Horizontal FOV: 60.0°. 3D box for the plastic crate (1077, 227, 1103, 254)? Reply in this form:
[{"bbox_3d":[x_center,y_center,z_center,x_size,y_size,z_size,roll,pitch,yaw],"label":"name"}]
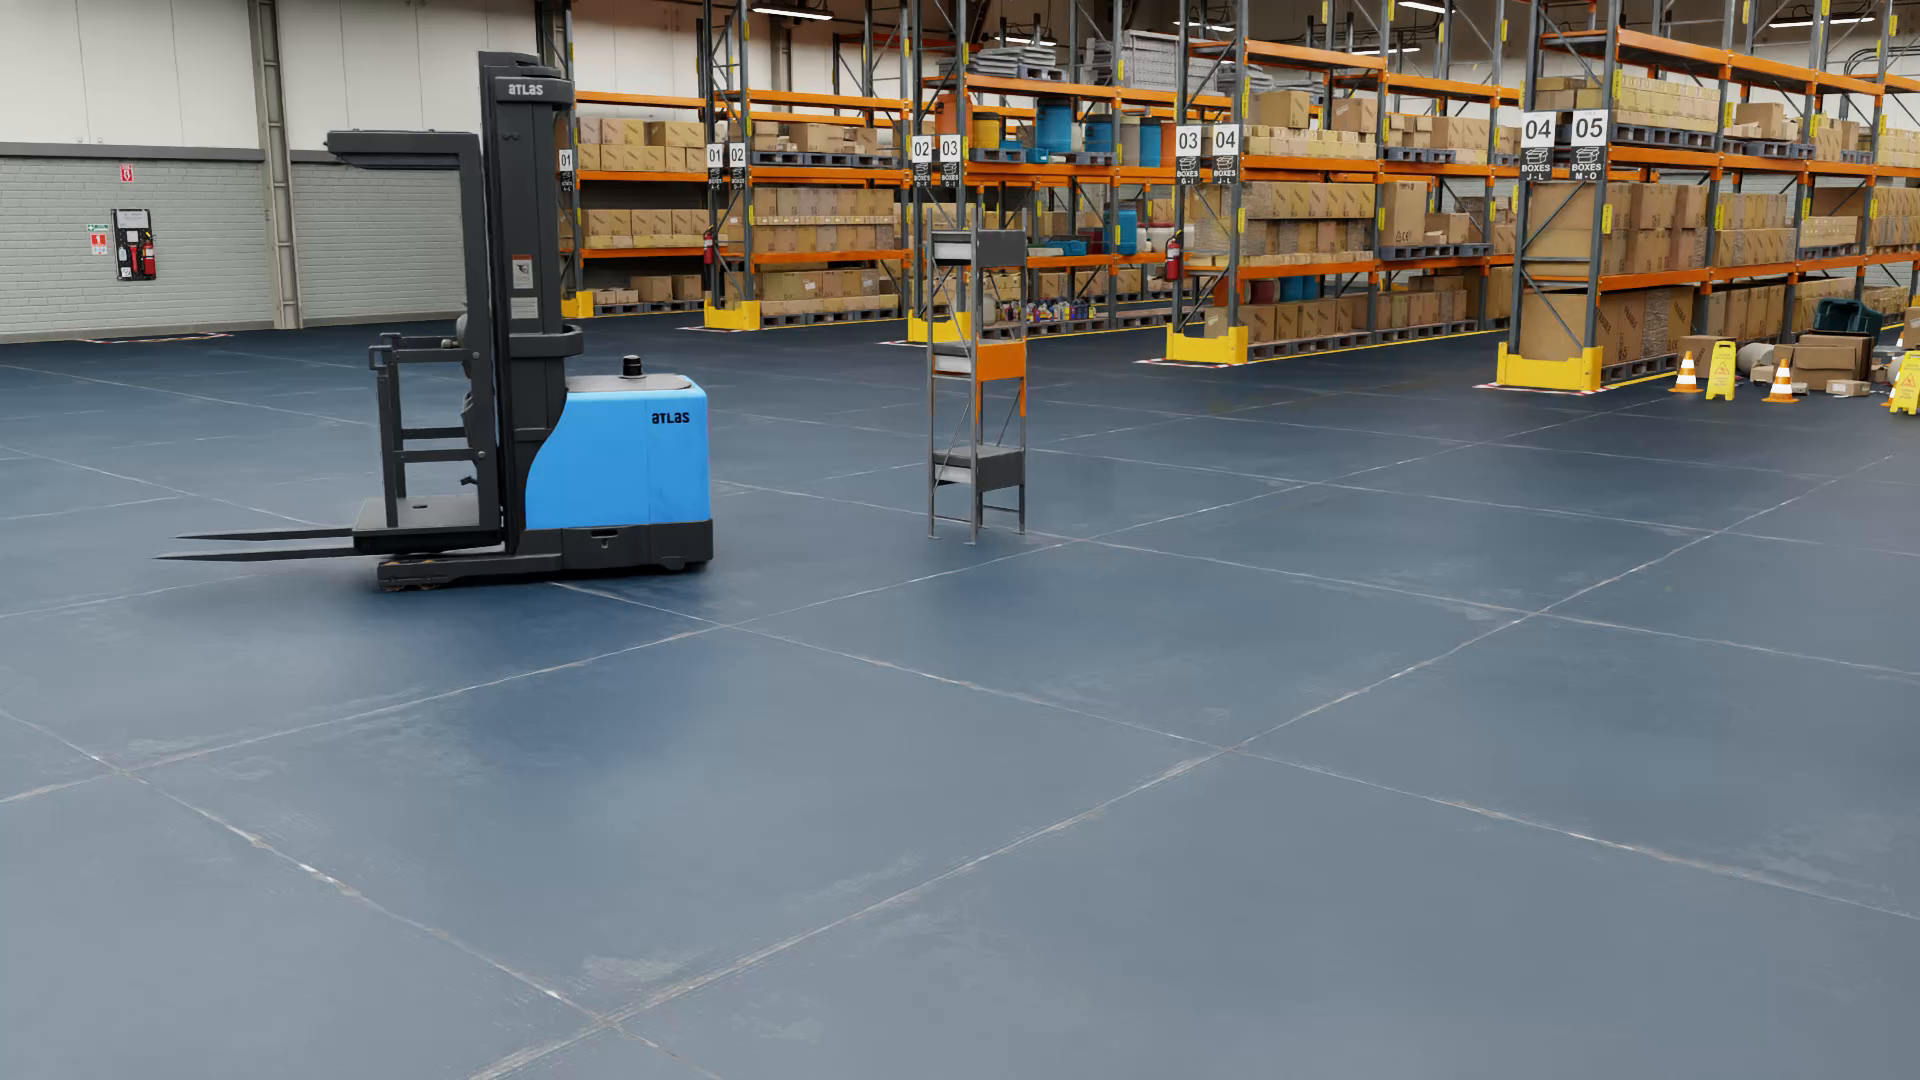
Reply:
[{"bbox_3d":[2.406,-5.342,29.636,0.402,0.464,0.583,10,15,40],"label":"plastic crate"}]

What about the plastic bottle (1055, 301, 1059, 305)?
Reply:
[{"bbox_3d":[1.664,-4.029,29.035,0.061,0.283,0.133,10,15,40],"label":"plastic bottle"}]

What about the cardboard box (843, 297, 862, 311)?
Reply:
[{"bbox_3d":[-2.201,-4.454,31.302,0.500,0.250,0.500,10,15,40],"label":"cardboard box"}]

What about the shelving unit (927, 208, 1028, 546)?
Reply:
[{"bbox_3d":[0.109,-1.054,10.627,0.431,2.100,0.503,10,15,40],"label":"shelving unit"}]

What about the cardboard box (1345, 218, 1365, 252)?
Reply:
[{"bbox_3d":[5.693,-4.696,25.551,0.875,0.500,0.500,10,15,40],"label":"cardboard box"}]

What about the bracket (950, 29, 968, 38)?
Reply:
[{"bbox_3d":[-0.040,-12.473,40.993,0.235,0.232,0.430,10,15,40],"label":"bracket"}]

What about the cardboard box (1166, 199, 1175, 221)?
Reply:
[{"bbox_3d":[4.741,-7.666,38.627,0.500,0.500,0.500,9,15,39],"label":"cardboard box"}]

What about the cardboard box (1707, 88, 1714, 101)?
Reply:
[{"bbox_3d":[9.526,-5.765,21.536,0.380,0.149,0.250,10,15,40],"label":"cardboard box"}]

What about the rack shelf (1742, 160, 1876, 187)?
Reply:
[{"bbox_3d":[13.656,-5.904,26.793,1.077,0.370,4.000,10,15,40],"label":"rack shelf"}]

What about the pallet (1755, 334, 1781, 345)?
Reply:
[{"bbox_3d":[11.759,-3.018,25.284,1.003,0.211,1.213,10,15,40],"label":"pallet"}]

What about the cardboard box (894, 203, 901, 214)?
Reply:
[{"bbox_3d":[-1.638,-7.754,38.897,0.500,0.250,0.500,9,15,40],"label":"cardboard box"}]

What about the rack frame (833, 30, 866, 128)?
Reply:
[{"bbox_3d":[-2.486,-10.011,37.859,1.000,3.000,0.127,10,15,40],"label":"rack frame"}]

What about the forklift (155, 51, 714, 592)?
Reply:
[{"bbox_3d":[-3.029,-1.264,9.555,3.031,2.935,1.130,-3,12,-15],"label":"forklift"}]

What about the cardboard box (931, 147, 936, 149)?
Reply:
[{"bbox_3d":[-0.628,-7.615,32.830,0.500,0.250,0.500,8,14,35],"label":"cardboard box"}]

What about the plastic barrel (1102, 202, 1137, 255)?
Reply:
[{"bbox_3d":[2.798,-5.463,29.127,0.600,0.901,0.708,10,15,40],"label":"plastic barrel"}]

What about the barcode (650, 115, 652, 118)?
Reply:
[{"bbox_3d":[-6.367,-8.734,34.275,0.001,0.075,0.075,10,15,40],"label":"barcode"}]

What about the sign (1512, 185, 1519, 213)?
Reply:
[{"bbox_3d":[6.657,-4.071,19.875,0.100,0.325,0.005,10,15,40],"label":"sign"}]

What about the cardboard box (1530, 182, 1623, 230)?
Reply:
[{"bbox_3d":[7.329,-3.968,19.777,0.875,0.550,0.550,10,15,40],"label":"cardboard box"}]

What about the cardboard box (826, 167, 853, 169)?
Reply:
[{"bbox_3d":[-2.758,-8.366,37.455,0.500,0.311,0.500,10,15,40],"label":"cardboard box"}]

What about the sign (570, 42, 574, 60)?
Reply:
[{"bbox_3d":[-7.359,-9.261,31.516,0.100,0.325,0.005,10,15,40],"label":"sign"}]

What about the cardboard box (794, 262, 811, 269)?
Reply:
[{"bbox_3d":[-3.681,-6.162,37.250,0.500,0.250,0.500,10,15,40],"label":"cardboard box"}]

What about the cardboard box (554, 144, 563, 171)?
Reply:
[{"bbox_3d":[-7.681,-7.516,32.720,0.500,0.500,0.500,-11,16,-43],"label":"cardboard box"}]

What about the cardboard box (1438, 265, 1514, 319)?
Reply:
[{"bbox_3d":[9.148,-4.411,29.490,1.225,0.875,0.875,9,14,38],"label":"cardboard box"}]

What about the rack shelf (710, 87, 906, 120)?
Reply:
[{"bbox_3d":[-2.723,-7.940,30.345,1.077,0.370,4.000,10,15,40],"label":"rack shelf"}]

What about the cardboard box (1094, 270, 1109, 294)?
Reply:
[{"bbox_3d":[3.104,-5.753,37.115,0.500,0.500,0.500,10,15,41],"label":"cardboard box"}]

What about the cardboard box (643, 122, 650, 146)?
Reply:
[{"bbox_3d":[-6.647,-8.234,33.761,0.500,0.500,0.500,10,15,40],"label":"cardboard box"}]

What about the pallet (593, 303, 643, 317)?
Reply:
[{"bbox_3d":[-7.153,-4.651,33.459,1.003,0.211,1.213,10,15,40],"label":"pallet"}]

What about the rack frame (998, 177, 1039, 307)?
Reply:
[{"bbox_3d":[1.238,-6.429,35.243,1.000,3.000,0.127,10,15,40],"label":"rack frame"}]

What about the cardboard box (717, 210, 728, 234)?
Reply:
[{"bbox_3d":[-5.206,-6.675,34.891,0.500,0.500,0.500,10,15,40],"label":"cardboard box"}]

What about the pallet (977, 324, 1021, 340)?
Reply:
[{"bbox_3d":[0.231,-3.380,27.096,1.003,0.211,1.213,10,15,40],"label":"pallet"}]

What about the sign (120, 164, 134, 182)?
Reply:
[{"bbox_3d":[-13.655,-6.014,27.246,0.001,0.298,0.199,10,15,40],"label":"sign"}]

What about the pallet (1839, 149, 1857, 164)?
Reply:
[{"bbox_3d":[13.806,-6.229,27.062,1.213,0.211,1.003,10,15,40],"label":"pallet"}]

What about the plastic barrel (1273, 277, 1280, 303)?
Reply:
[{"bbox_3d":[6.318,-5.109,33.914,0.421,0.512,0.421,0,11,0],"label":"plastic barrel"}]

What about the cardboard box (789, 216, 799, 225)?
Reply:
[{"bbox_3d":[-3.116,-5.762,29.990,0.380,0.149,0.250,9,15,39],"label":"cardboard box"}]

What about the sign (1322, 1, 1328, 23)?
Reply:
[{"bbox_3d":[5.616,-8.108,25.542,0.100,0.325,0.005,10,15,40],"label":"sign"}]

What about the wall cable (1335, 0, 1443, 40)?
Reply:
[{"bbox_3d":[11.154,-14.409,43.297,3.097,2.526,0.112,10,15,40],"label":"wall cable"}]

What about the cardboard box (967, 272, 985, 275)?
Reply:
[{"bbox_3d":[0.331,-5.445,34.828,0.500,0.311,0.500,9,15,39],"label":"cardboard box"}]

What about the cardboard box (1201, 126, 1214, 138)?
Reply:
[{"bbox_3d":[3.345,-5.645,23.023,0.380,0.149,0.250,10,15,40],"label":"cardboard box"}]

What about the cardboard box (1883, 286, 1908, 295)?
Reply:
[{"bbox_3d":[17.458,-4.658,31.061,0.380,0.149,0.250,10,15,41],"label":"cardboard box"}]

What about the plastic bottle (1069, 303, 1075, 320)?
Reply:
[{"bbox_3d":[1.904,-3.894,28.361,0.133,0.283,0.061,-11,16,-44],"label":"plastic bottle"}]

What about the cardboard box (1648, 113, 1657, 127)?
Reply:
[{"bbox_3d":[8.188,-5.075,20.119,0.380,0.149,0.250,10,15,41],"label":"cardboard box"}]

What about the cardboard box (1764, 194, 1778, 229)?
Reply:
[{"bbox_3d":[11.699,-4.892,24.737,0.700,0.500,0.500,9,15,40],"label":"cardboard box"}]

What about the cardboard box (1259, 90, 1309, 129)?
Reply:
[{"bbox_3d":[4.579,-6.066,23.472,0.500,0.500,0.500,10,15,40],"label":"cardboard box"}]

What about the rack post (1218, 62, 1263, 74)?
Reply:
[{"bbox_3d":[5.397,-9.111,32.033,0.624,0.289,0.986,10,15,40],"label":"rack post"}]

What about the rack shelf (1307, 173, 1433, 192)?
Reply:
[{"bbox_3d":[8.917,-7.789,36.230,1.077,0.370,4.000,10,15,40],"label":"rack shelf"}]

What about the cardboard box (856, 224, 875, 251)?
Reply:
[{"bbox_3d":[-2.034,-5.745,31.563,0.700,0.500,0.500,10,15,40],"label":"cardboard box"}]

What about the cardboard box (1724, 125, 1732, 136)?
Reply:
[{"bbox_3d":[10.281,-5.620,22.548,0.258,0.266,0.396,9,15,39],"label":"cardboard box"}]

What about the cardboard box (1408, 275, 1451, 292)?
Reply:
[{"bbox_3d":[7.915,-4.324,28.046,0.500,0.250,0.500,-10,15,-41],"label":"cardboard box"}]

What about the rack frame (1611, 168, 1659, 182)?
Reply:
[{"bbox_3d":[13.958,-6.325,34.721,1.000,3.000,0.127,10,15,40],"label":"rack frame"}]

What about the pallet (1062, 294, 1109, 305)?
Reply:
[{"bbox_3d":[2.565,-5.346,36.936,1.003,0.211,1.213,10,15,40],"label":"pallet"}]

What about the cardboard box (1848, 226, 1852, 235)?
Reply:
[{"bbox_3d":[14.689,-5.186,27.828,0.380,0.149,0.250,10,15,41],"label":"cardboard box"}]

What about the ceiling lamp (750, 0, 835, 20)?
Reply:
[{"bbox_3d":[-3.107,-11.903,32.426,0.800,3.185,2.000,10,15,40],"label":"ceiling lamp"}]

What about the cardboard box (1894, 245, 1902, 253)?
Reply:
[{"bbox_3d":[16.920,-5.315,30.306,0.380,0.149,0.250,9,14,38],"label":"cardboard box"}]

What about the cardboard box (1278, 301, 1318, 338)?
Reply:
[{"bbox_3d":[5.019,-3.299,24.881,0.500,0.500,0.500,8,14,35],"label":"cardboard box"}]

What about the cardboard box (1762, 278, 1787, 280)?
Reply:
[{"bbox_3d":[13.263,-4.123,27.090,0.500,0.250,0.500,10,15,42],"label":"cardboard box"}]

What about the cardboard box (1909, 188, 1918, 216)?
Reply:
[{"bbox_3d":[17.167,-6.180,30.427,0.500,0.500,0.500,9,14,38],"label":"cardboard box"}]

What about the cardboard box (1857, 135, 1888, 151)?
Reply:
[{"bbox_3d":[15.474,-6.763,28.360,0.500,0.250,0.500,10,15,42],"label":"cardboard box"}]
